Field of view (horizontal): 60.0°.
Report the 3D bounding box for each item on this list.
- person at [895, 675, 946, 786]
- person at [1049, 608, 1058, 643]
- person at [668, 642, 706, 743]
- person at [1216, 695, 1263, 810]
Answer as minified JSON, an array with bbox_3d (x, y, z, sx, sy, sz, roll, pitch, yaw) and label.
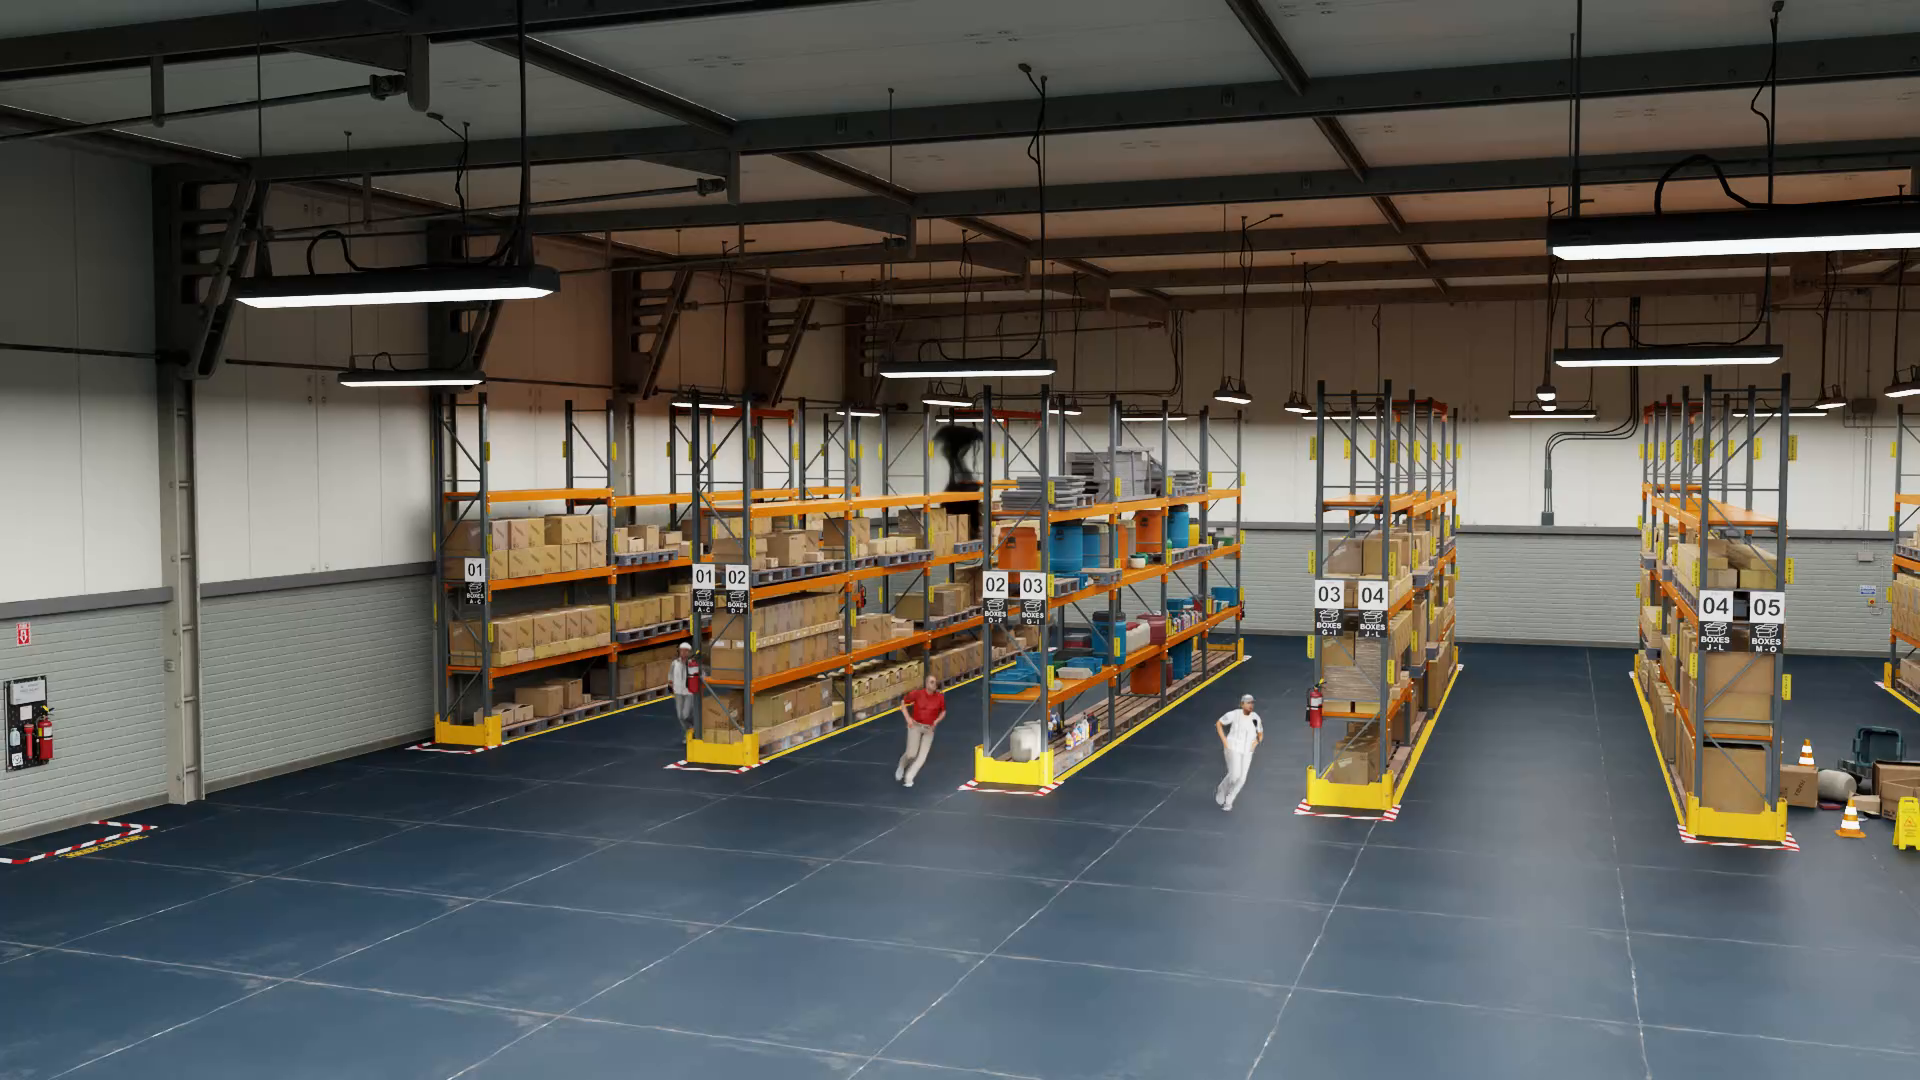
[{"bbox_3d":[-0.568,2.855,24.984,0.747,1.654,0.604,-1,3,-16],"label":"person"},{"bbox_3d":[2.234,1.839,43.104,0.592,1.727,0.721,2,4,31],"label":"person"},{"bbox_3d":[-4.720,2.619,28.494,0.648,1.740,0.606,1,3,13],"label":"person"},{"bbox_3d":[3.936,2.968,23.223,0.644,1.620,0.505,-1,3,-14],"label":"person"}]
